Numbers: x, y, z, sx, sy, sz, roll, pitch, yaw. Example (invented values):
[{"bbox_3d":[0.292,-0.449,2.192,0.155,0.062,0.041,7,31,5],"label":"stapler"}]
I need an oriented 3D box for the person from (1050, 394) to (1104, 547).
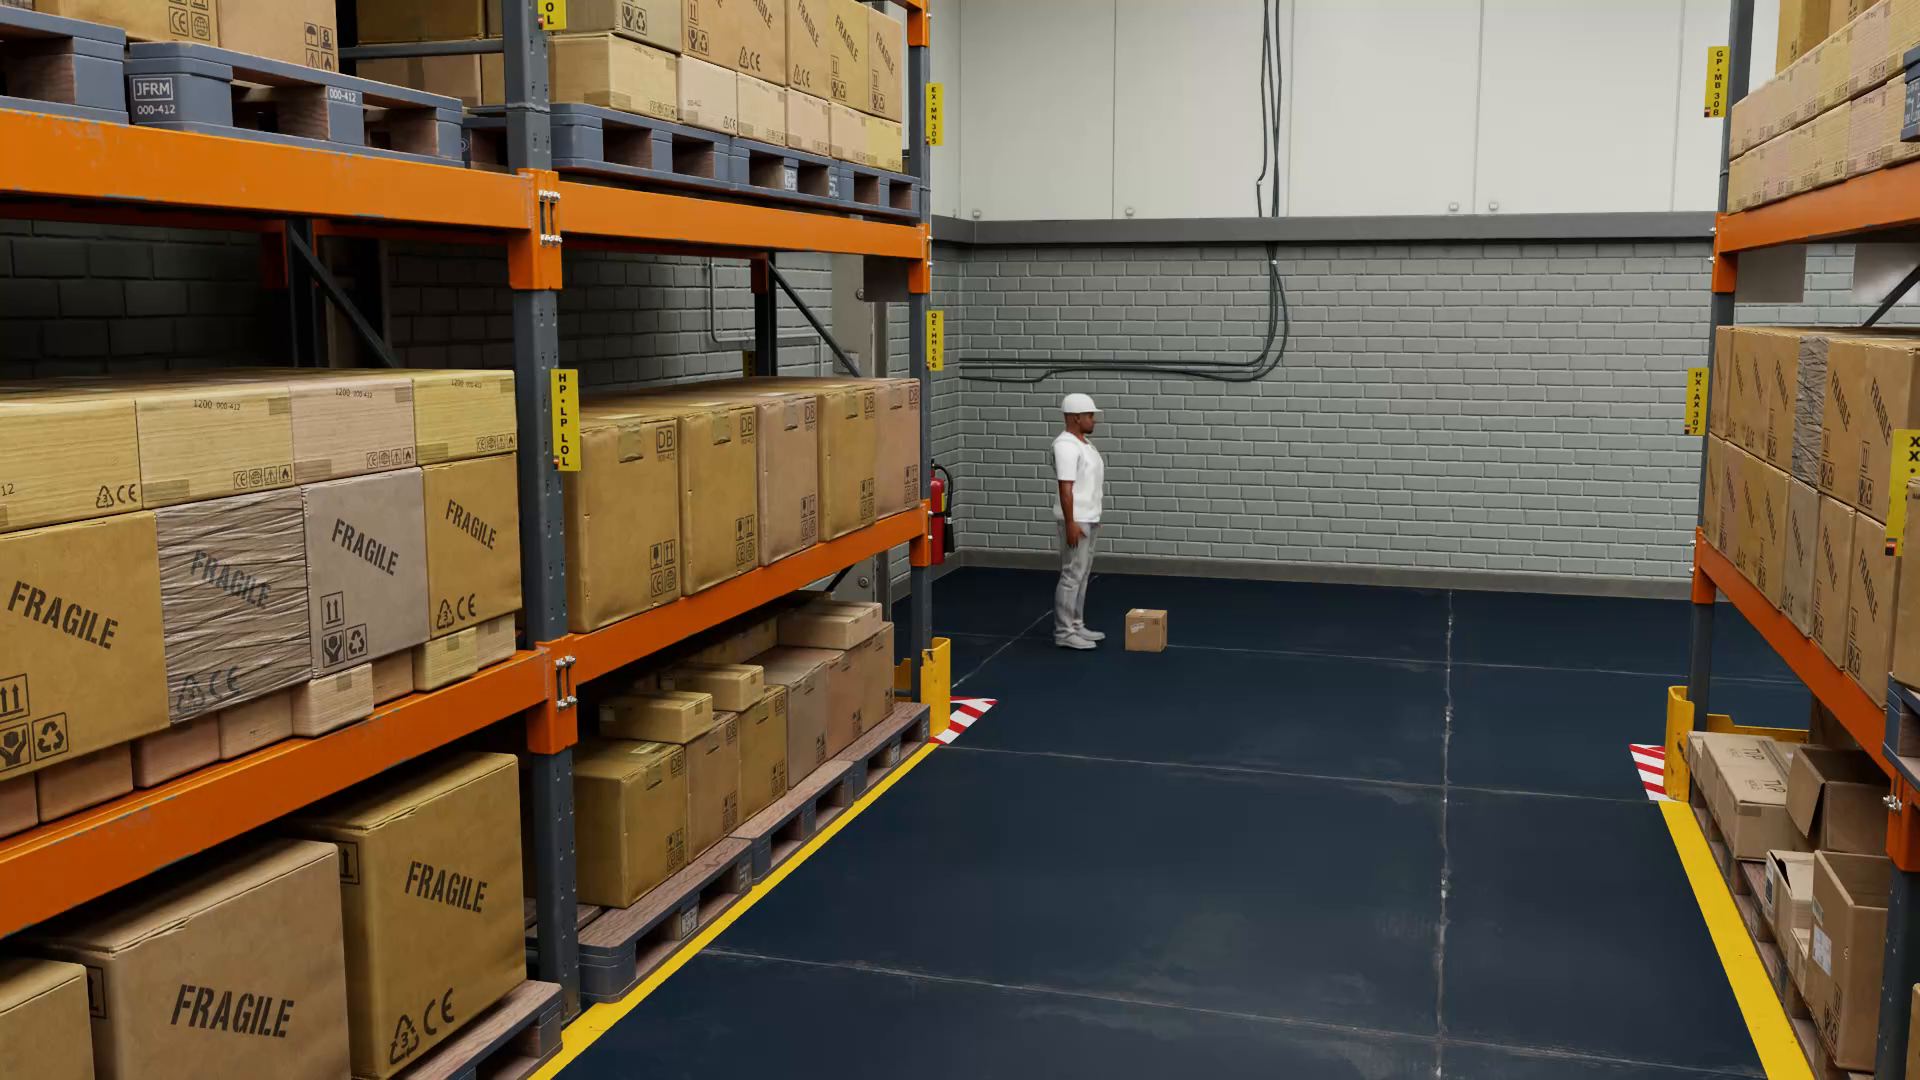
[{"bbox_3d":[0.828,-0.492,11.649,0.338,1.066,0.572,3,9,18],"label":"person"}]
